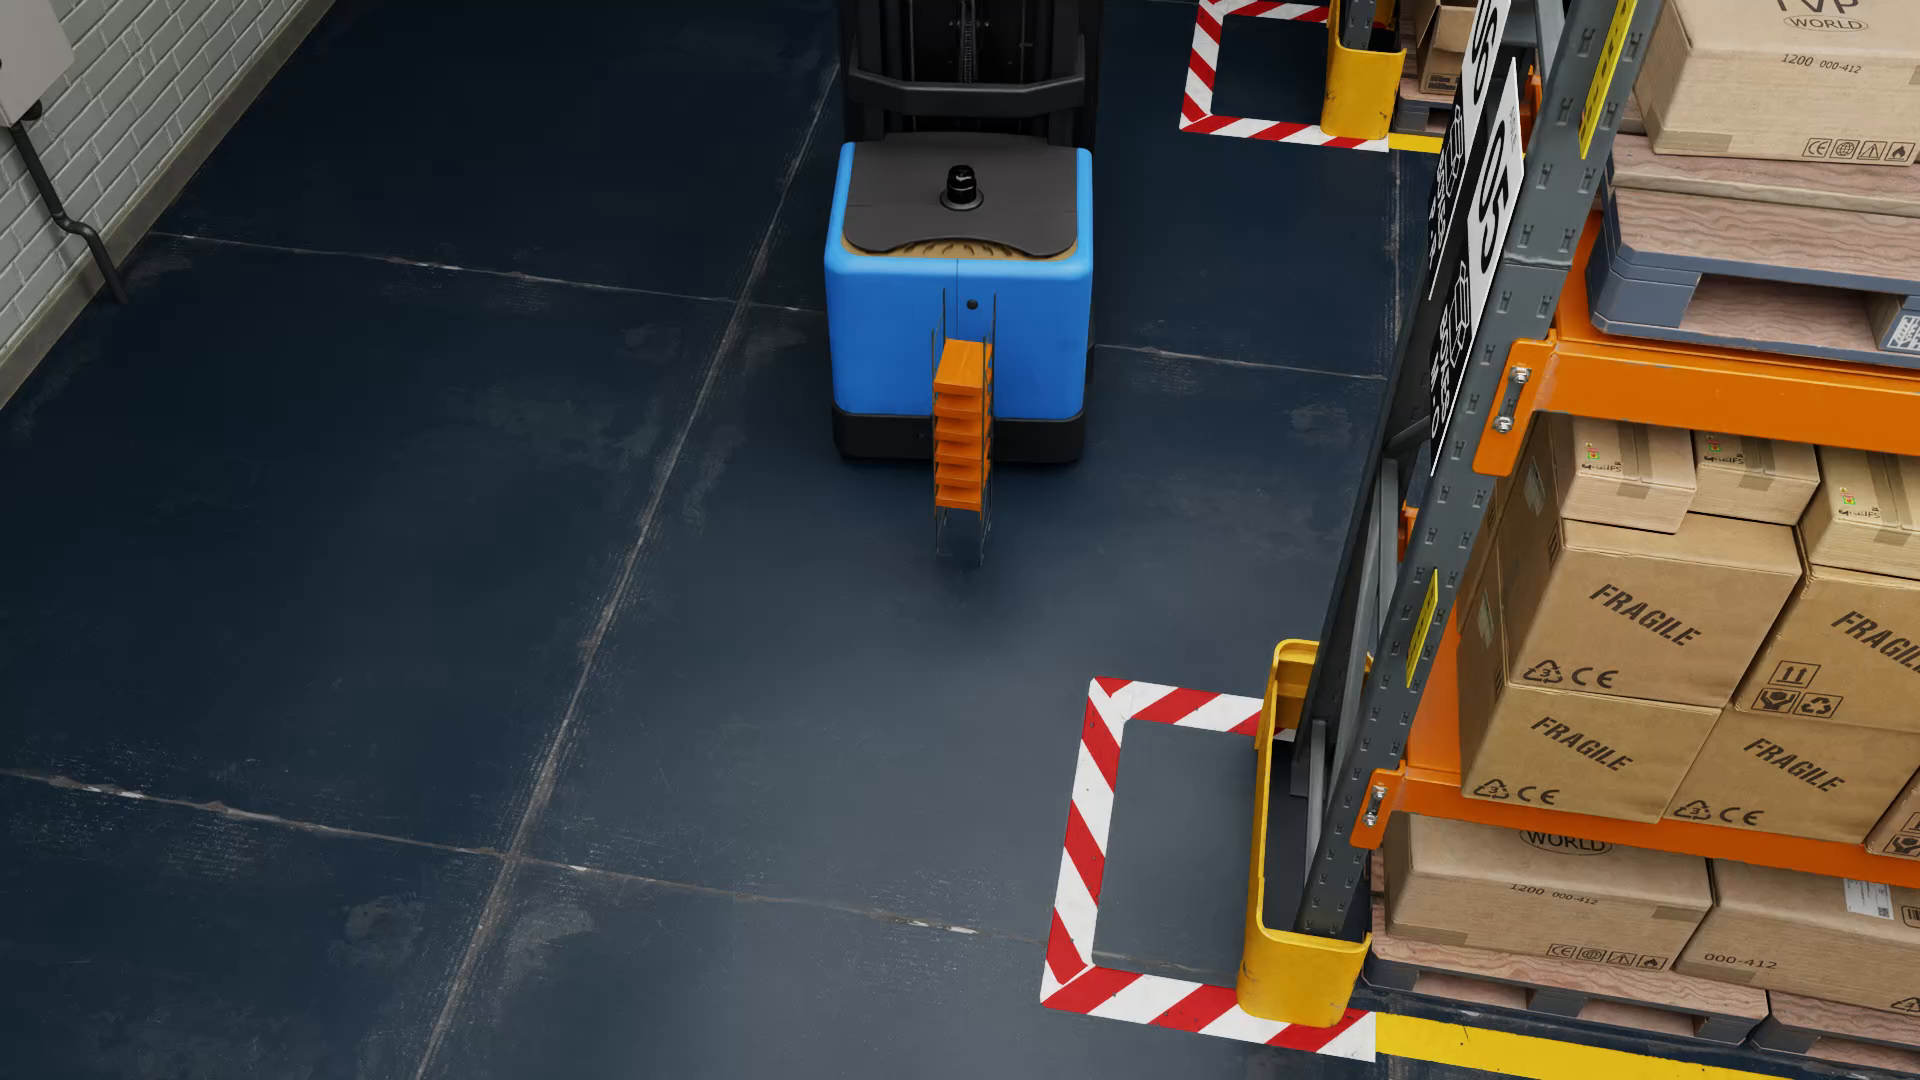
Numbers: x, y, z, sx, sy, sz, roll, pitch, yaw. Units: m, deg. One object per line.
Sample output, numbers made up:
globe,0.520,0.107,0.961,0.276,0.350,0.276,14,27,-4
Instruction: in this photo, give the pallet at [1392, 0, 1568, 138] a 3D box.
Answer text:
pallet,2.920,-2.467,8.797,1.213,0.211,1.003,8,49,7

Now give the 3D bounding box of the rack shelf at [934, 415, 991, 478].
rack shelf,0.014,-0.369,6.307,0.180,0.103,0.258,8,49,7

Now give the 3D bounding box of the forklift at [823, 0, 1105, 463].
forklift,0.056,-2.389,6.898,1.130,2.935,3.031,2,48,2

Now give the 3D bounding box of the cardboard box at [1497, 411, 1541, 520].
cardboard box,1.699,-0.359,4.288,0.500,0.500,0.500,9,49,8

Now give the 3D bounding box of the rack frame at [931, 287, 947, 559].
rack frame,-0.076,-0.411,6.285,0.006,1.200,0.240,8,49,7

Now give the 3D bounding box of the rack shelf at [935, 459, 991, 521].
rack shelf,0.014,-0.209,6.486,0.180,0.103,0.258,8,49,7

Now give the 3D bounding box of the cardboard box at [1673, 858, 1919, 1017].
cardboard box,2.751,0.964,5.279,0.875,0.438,0.875,9,49,8

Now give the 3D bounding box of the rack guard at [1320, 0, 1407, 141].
rack guard,2.136,-2.669,8.784,0.348,0.500,1.175,8,49,7

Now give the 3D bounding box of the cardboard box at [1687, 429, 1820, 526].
cardboard box,1.753,-0.233,3.739,0.250,0.149,0.380,9,49,8

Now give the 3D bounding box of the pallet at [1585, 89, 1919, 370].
pallet,1.914,-0.763,3.434,1.213,0.211,1.003,8,49,7

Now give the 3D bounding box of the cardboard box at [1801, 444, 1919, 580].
cardboard box,1.988,-0.114,3.633,0.250,0.149,0.380,9,49,8

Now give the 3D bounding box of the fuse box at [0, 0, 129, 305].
fuse box,-3.854,-1.697,7.097,0.414,1.711,0.539,8,49,7

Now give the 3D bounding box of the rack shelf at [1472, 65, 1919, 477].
rack shelf,3.150,-0.378,3.512,4.000,0.370,1.077,8,49,7

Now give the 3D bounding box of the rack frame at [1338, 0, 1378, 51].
rack frame,2.061,-3.514,7.863,0.127,3.000,1.000,8,49,7

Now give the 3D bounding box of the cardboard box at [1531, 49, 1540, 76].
cardboard box,3.057,-2.467,8.556,0.250,0.149,0.380,6,48,5

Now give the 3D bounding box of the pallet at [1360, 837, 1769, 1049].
pallet,1.983,1.100,5.592,1.213,0.211,1.003,8,49,7

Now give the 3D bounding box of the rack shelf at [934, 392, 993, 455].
rack shelf,0.014,-0.450,6.218,0.180,0.103,0.258,8,49,7

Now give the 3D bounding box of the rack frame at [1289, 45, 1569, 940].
rack frame,1.182,0.119,4.598,0.127,3.000,1.000,8,49,7

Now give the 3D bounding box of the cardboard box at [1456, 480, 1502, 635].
cardboard box,1.704,-0.044,4.678,0.500,0.500,0.500,8,49,7

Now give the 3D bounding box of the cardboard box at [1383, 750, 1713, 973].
cardboard box,1.849,0.850,5.382,0.875,0.438,0.875,6,48,6

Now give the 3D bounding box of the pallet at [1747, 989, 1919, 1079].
pallet,3.180,1.263,5.445,1.213,0.211,1.003,8,49,7

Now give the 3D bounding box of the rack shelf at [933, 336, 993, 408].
rack shelf,0.014,-0.610,6.039,0.180,0.103,0.258,8,49,7

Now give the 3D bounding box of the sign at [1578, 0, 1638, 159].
sign,1.077,-0.796,2.763,0.005,0.325,0.100,8,49,7

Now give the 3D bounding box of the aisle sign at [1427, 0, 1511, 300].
aisle sign,1.166,-0.986,3.844,0.004,0.787,0.394,8,49,7

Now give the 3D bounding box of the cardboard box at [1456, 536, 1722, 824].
cardboard box,1.603,0.360,4.315,0.500,0.500,0.500,7,48,7

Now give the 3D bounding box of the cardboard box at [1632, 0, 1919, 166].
cardboard box,1.641,-1.013,3.350,0.500,0.250,0.500,4,48,3

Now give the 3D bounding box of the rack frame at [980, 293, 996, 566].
rack frame,0.104,-0.387,6.263,0.006,1.200,0.240,8,49,7

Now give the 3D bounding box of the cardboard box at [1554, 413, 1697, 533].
cardboard box,1.482,-0.215,3.723,0.250,0.149,0.380,9,49,8

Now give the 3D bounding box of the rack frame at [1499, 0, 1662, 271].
rack frame,1.182,-1.886,2.367,0.127,3.000,1.000,8,49,7

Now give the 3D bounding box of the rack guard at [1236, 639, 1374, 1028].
rack guard,1.158,0.952,5.531,0.348,0.500,1.175,8,49,7

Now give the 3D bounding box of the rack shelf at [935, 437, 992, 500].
rack shelf,0.014,-0.289,6.396,0.180,0.103,0.258,8,49,7

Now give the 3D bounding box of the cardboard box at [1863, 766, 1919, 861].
cardboard box,2.603,0.487,4.201,0.500,0.500,0.500,7,48,7

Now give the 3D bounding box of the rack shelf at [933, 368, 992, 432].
rack shelf,0.014,-0.530,6.128,0.180,0.103,0.258,8,49,7

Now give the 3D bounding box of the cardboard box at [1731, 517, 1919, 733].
cardboard box,2.113,0.087,3.888,0.500,0.500,0.500,6,48,6

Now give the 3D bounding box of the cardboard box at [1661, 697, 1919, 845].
cardboard box,2.106,0.406,4.273,0.500,0.500,0.500,7,48,6

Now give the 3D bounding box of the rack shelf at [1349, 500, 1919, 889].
rack shelf,3.150,0.624,4.628,4.000,0.370,1.077,8,49,7

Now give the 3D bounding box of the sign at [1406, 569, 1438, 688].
sign,1.077,0.209,3.882,0.005,0.325,0.100,8,49,7

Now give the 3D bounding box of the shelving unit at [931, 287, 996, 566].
shelving unit,0.014,-0.399,6.274,0.189,1.200,0.258,8,49,7

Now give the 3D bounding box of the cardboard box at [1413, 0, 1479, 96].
cardboard box,2.646,-2.670,8.501,0.637,0.503,0.797,6,48,5

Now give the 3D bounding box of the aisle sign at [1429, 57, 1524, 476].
aisle sign,1.059,-0.547,3.449,0.004,0.787,0.394,8,49,7

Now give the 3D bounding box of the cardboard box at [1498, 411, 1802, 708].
cardboard box,1.604,0.024,3.945,0.500,0.500,0.500,7,48,6
